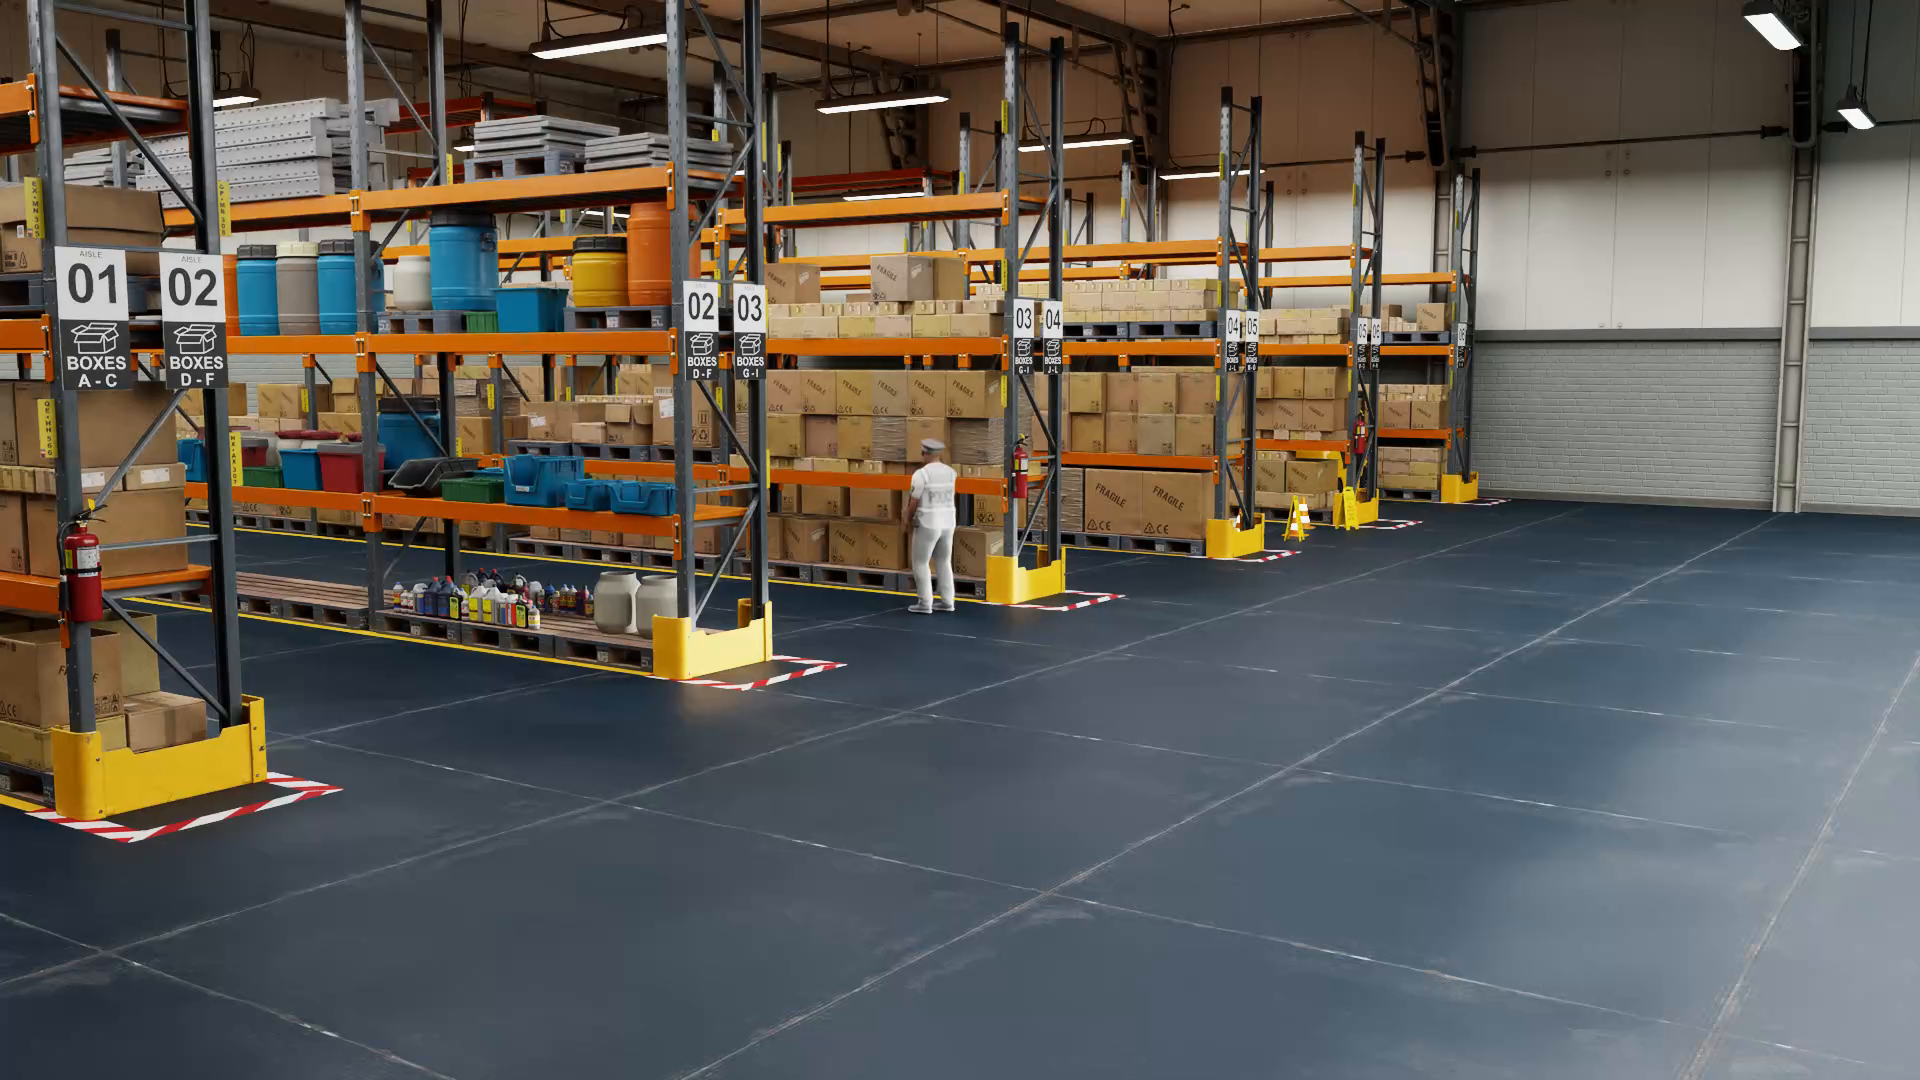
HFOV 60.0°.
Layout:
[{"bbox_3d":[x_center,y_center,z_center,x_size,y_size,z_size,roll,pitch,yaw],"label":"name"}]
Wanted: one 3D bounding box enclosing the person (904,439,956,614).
[{"bbox_3d":[-0.313,-0.149,16.964,0.527,1.773,0.525,-5,8,-36],"label":"person"}]
